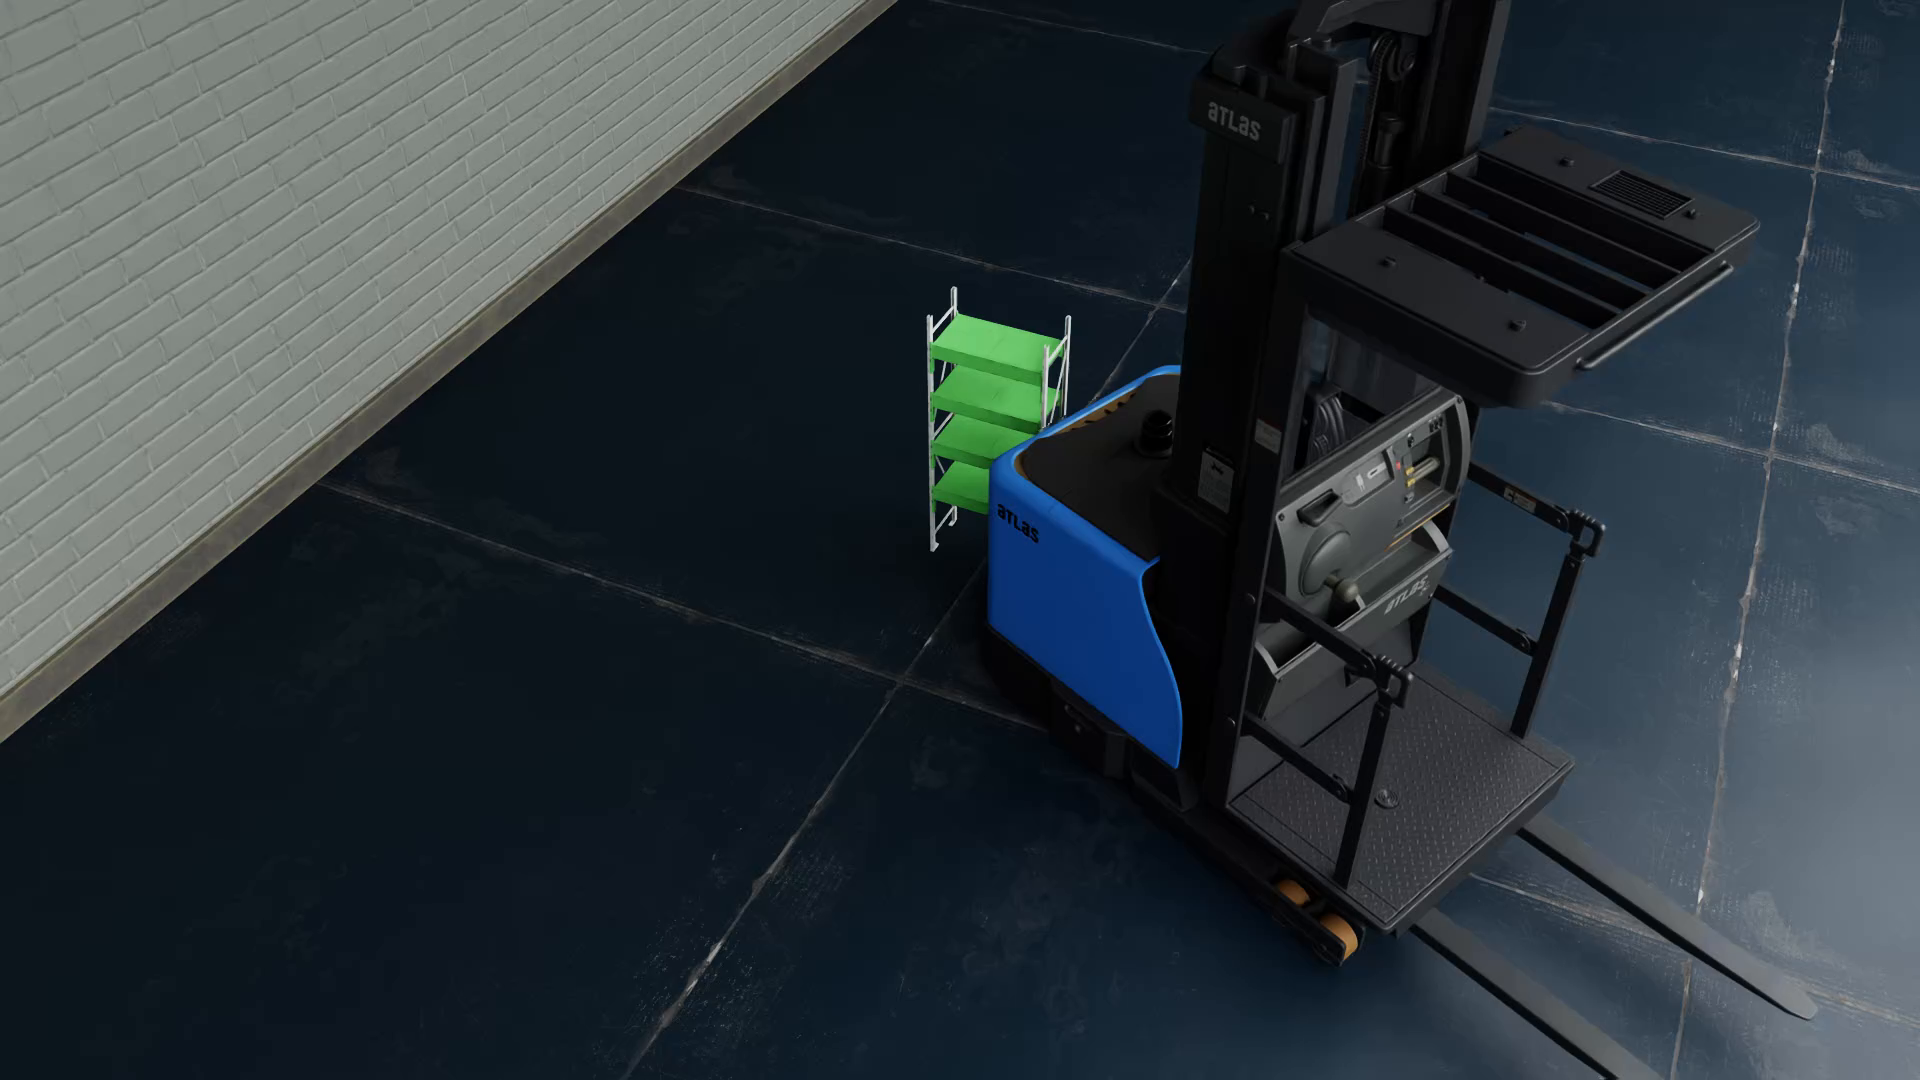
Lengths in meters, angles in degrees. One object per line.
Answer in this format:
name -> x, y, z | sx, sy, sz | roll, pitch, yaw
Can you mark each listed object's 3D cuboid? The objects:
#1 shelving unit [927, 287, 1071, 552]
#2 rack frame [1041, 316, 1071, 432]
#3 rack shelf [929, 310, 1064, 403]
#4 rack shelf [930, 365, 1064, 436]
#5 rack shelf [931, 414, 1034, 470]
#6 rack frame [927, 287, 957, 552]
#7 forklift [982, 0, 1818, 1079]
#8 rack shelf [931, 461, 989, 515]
shelving unit -> 0.150, -0.408, 6.804 | 0.503, 1.200, 0.258 | 17, 44, 19
rack frame -> 0.371, -0.340, 6.726 | 0.015, 1.200, 0.240 | 17, 44, 19
rack shelf -> 0.150, -0.722, 6.532 | 0.480, 0.148, 0.258 | 17, 44, 19
rack shelf -> 0.150, -0.541, 6.689 | 0.480, 0.148, 0.258 | 17, 44, 19
rack shelf -> 0.150, -0.359, 6.846 | 0.480, 0.148, 0.258 | 17, 44, 19
rack frame -> -0.071, -0.475, 6.882 | 0.015, 1.200, 0.240 | 17, 44, 19
forklift -> 1.440, -0.065, 5.087 | 1.130, 2.935, 3.031 | -30, 49, -30
rack shelf -> 0.150, -0.178, 7.003 | 0.480, 0.148, 0.258 | 17, 44, 19
